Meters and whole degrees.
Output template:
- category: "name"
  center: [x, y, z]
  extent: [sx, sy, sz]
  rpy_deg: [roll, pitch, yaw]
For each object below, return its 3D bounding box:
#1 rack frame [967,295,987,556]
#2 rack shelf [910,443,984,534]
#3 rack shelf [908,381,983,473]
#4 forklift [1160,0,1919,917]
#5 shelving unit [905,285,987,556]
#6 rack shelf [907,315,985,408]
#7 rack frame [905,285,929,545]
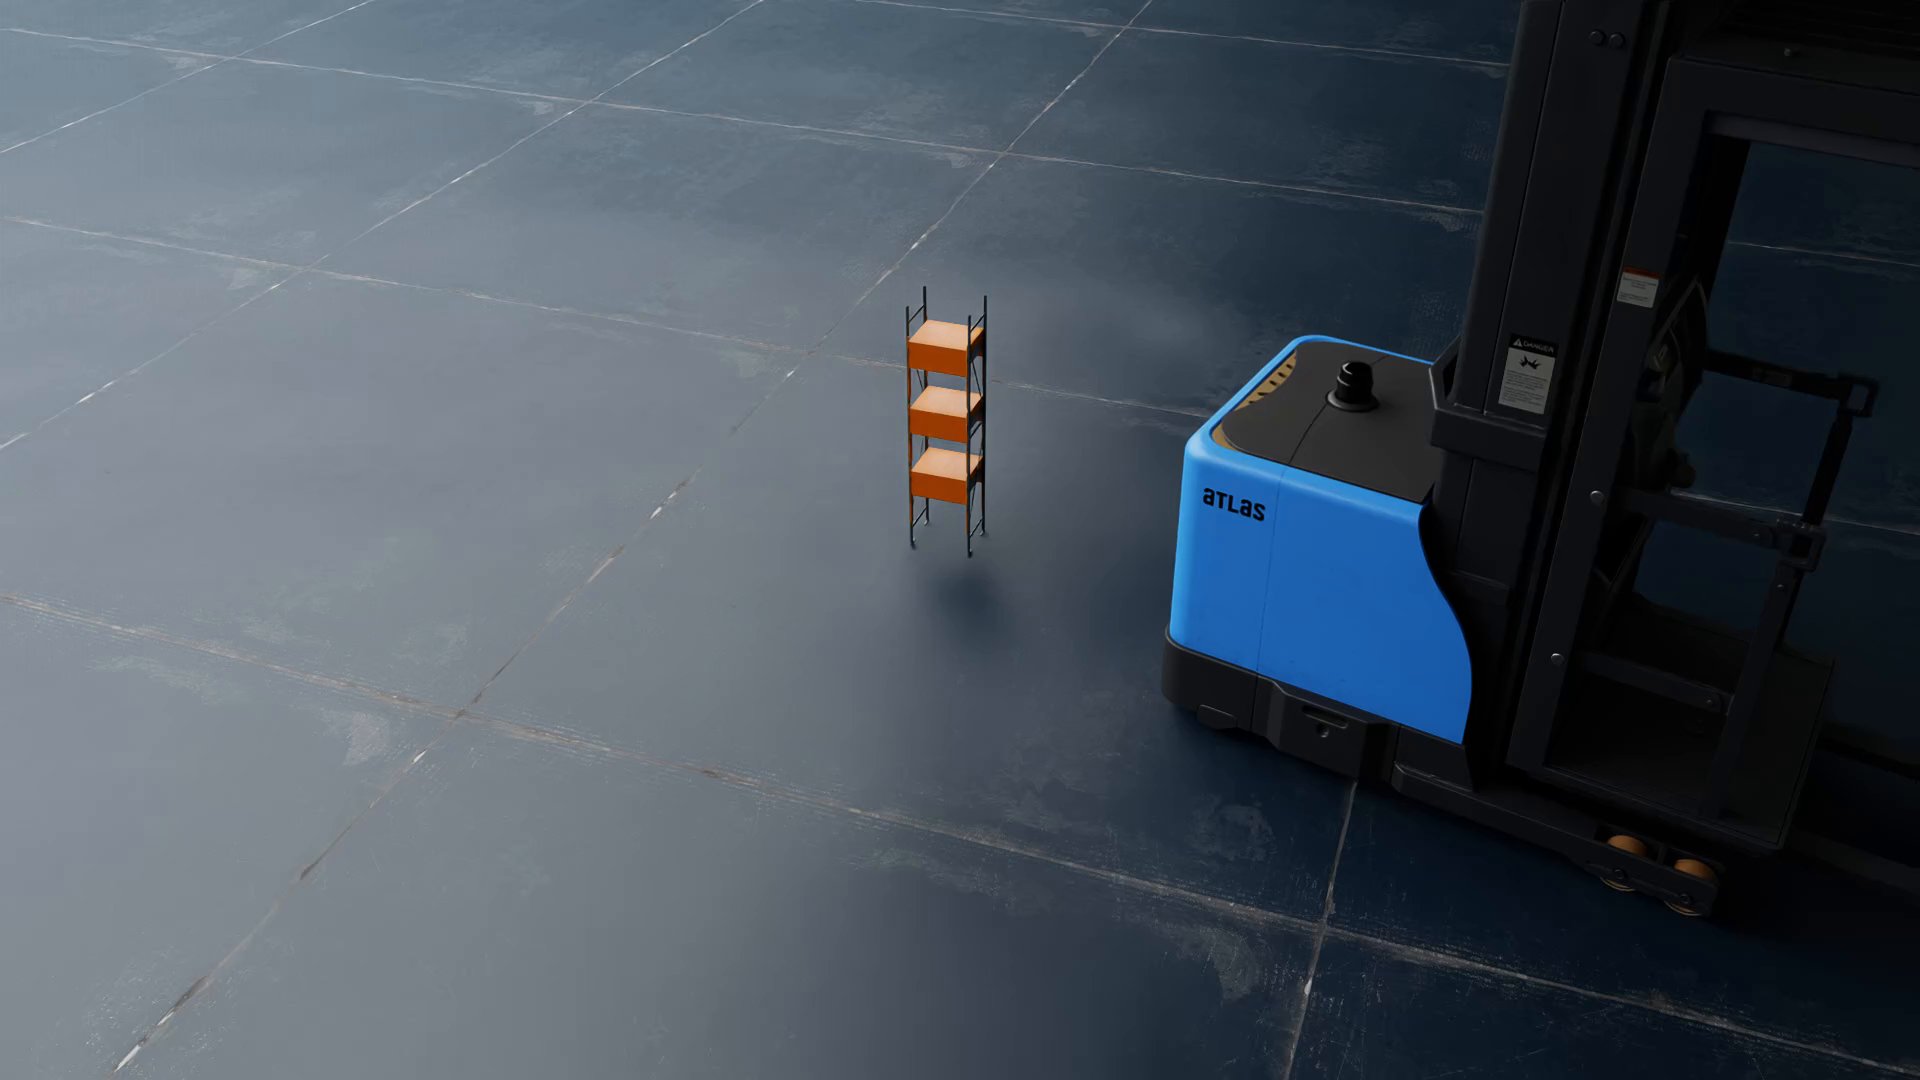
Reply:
- category: "rack frame"
  center: [0.064, -0.429, 6.446]
  extent: [0.008, 1.050, 0.200]
  rpy_deg: [11, 34, 16]
- category: "rack shelf"
  center: [-0.050, -0.208, 6.637]
  extent: [0.240, 0.259, 0.215]
  rpy_deg: [11, 34, 16]
- category: "rack shelf"
  center: [-0.050, -0.442, 6.486]
  extent: [0.240, 0.259, 0.215]
  rpy_deg: [11, 34, 16]
- category: "forklift"
  center: [2.221, -0.433, 4.719]
  extent: [3.031, 2.935, 1.130]
  rpy_deg: [19, 37, 27]
- category: "shelving unit"
  center: [-0.050, -0.451, 6.480]
  extent: [0.252, 1.050, 0.215]
  rpy_deg: [11, 34, 16]
- category: "rack shelf"
  center: [-0.050, -0.680, 6.332]
  extent: [0.240, 0.259, 0.215]
  rpy_deg: [11, 34, 16]
- category: "rack frame"
  center: [-0.165, -0.473, 6.515]
  extent: [0.008, 1.050, 0.200]
  rpy_deg: [11, 34, 16]
